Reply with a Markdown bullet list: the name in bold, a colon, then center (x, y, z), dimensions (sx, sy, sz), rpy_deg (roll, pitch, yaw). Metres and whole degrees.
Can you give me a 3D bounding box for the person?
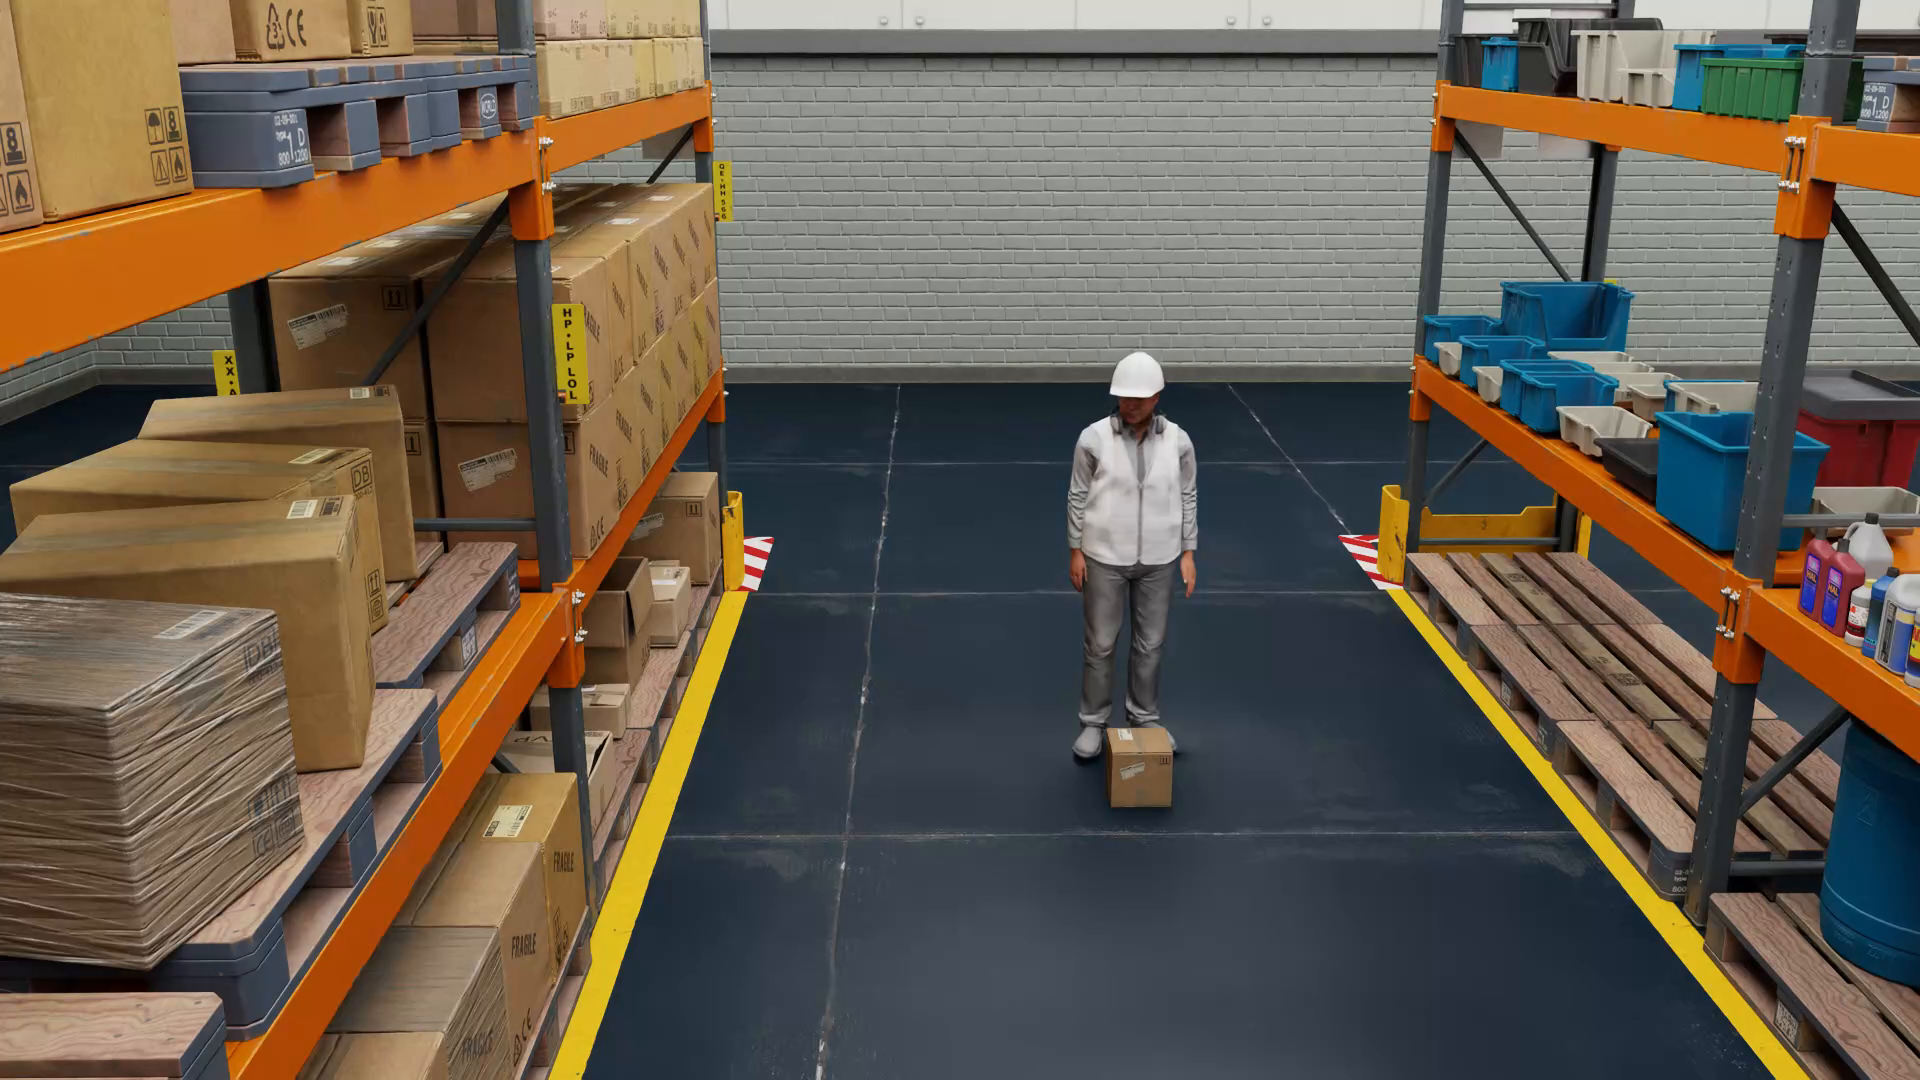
- **person**: center (0.749, 0.066, 7.220), dimensions (0.557, 1.776, 0.360), rpy_deg (-2, 17, -7)
